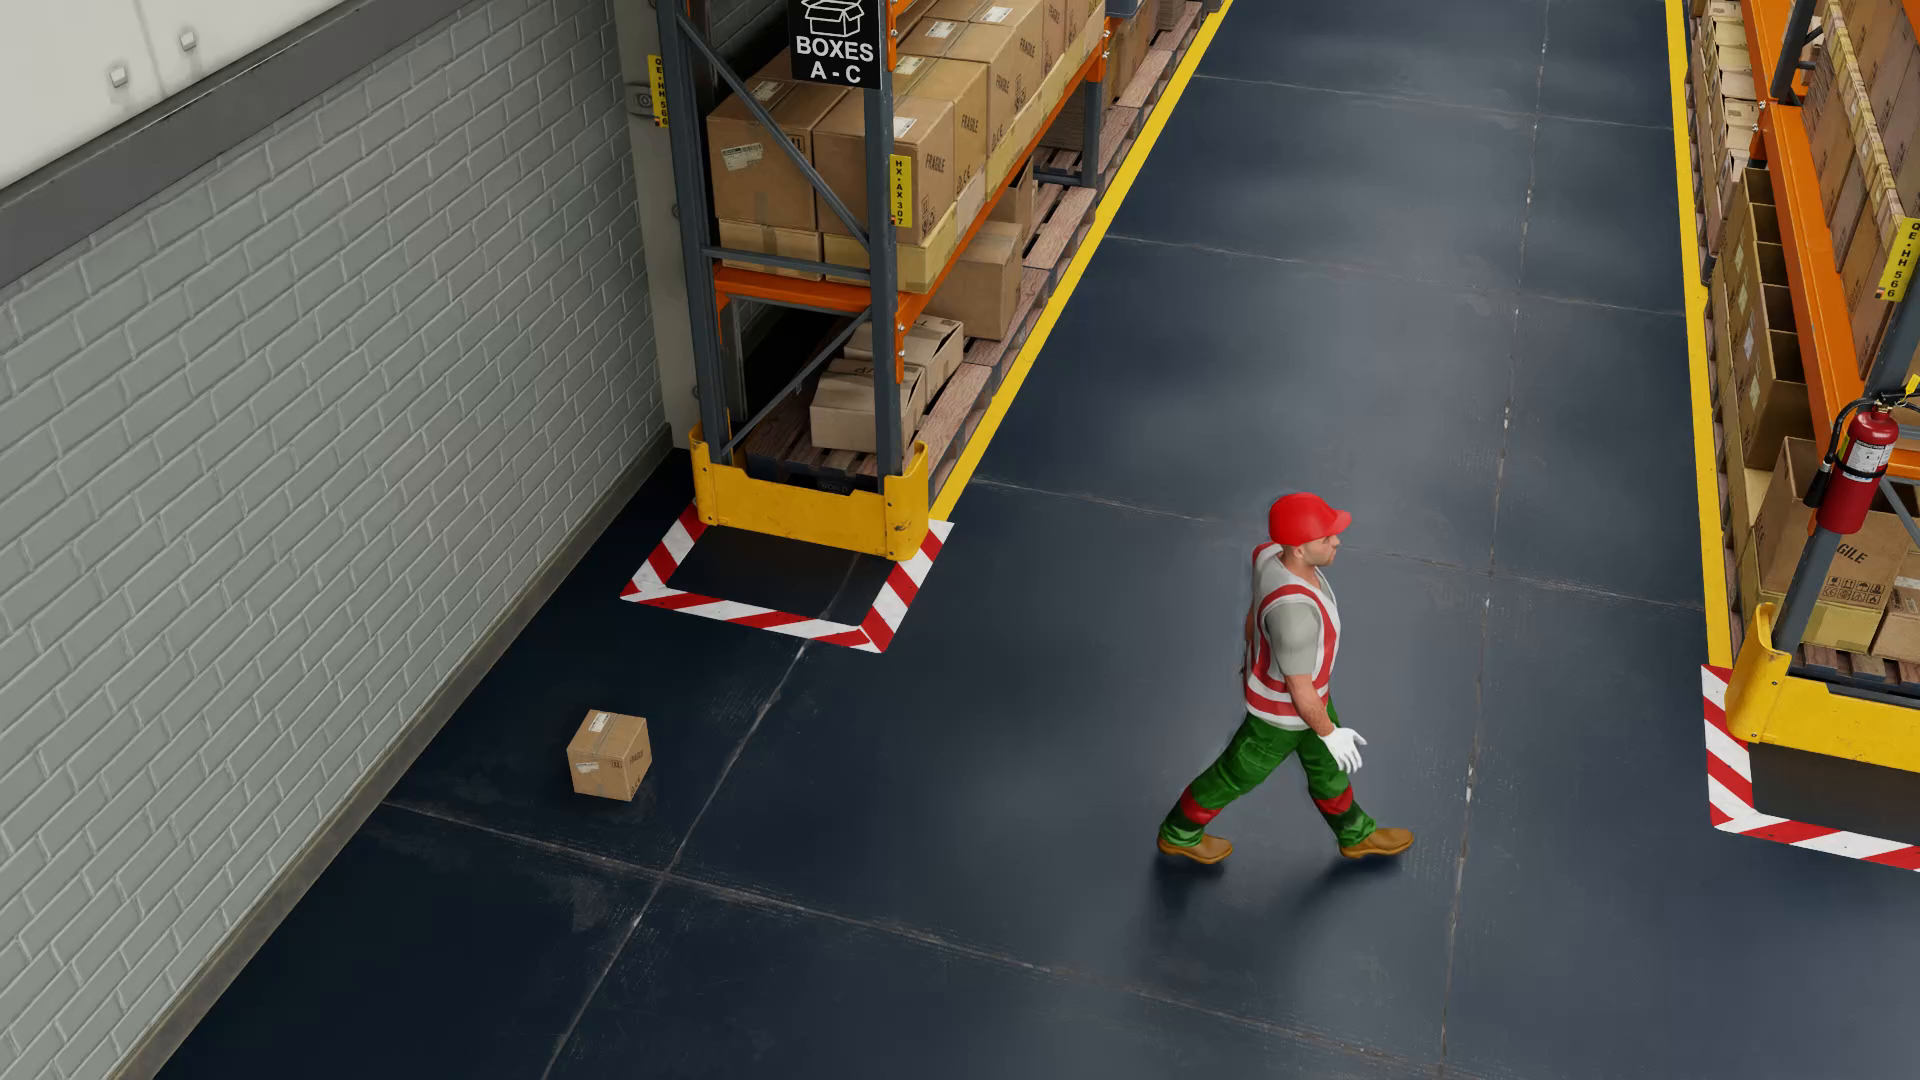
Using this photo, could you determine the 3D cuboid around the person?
[{"bbox_3d":[1.287,0.569,6.091,1.011,1.734,0.589,6,37,8],"label":"person"}]
